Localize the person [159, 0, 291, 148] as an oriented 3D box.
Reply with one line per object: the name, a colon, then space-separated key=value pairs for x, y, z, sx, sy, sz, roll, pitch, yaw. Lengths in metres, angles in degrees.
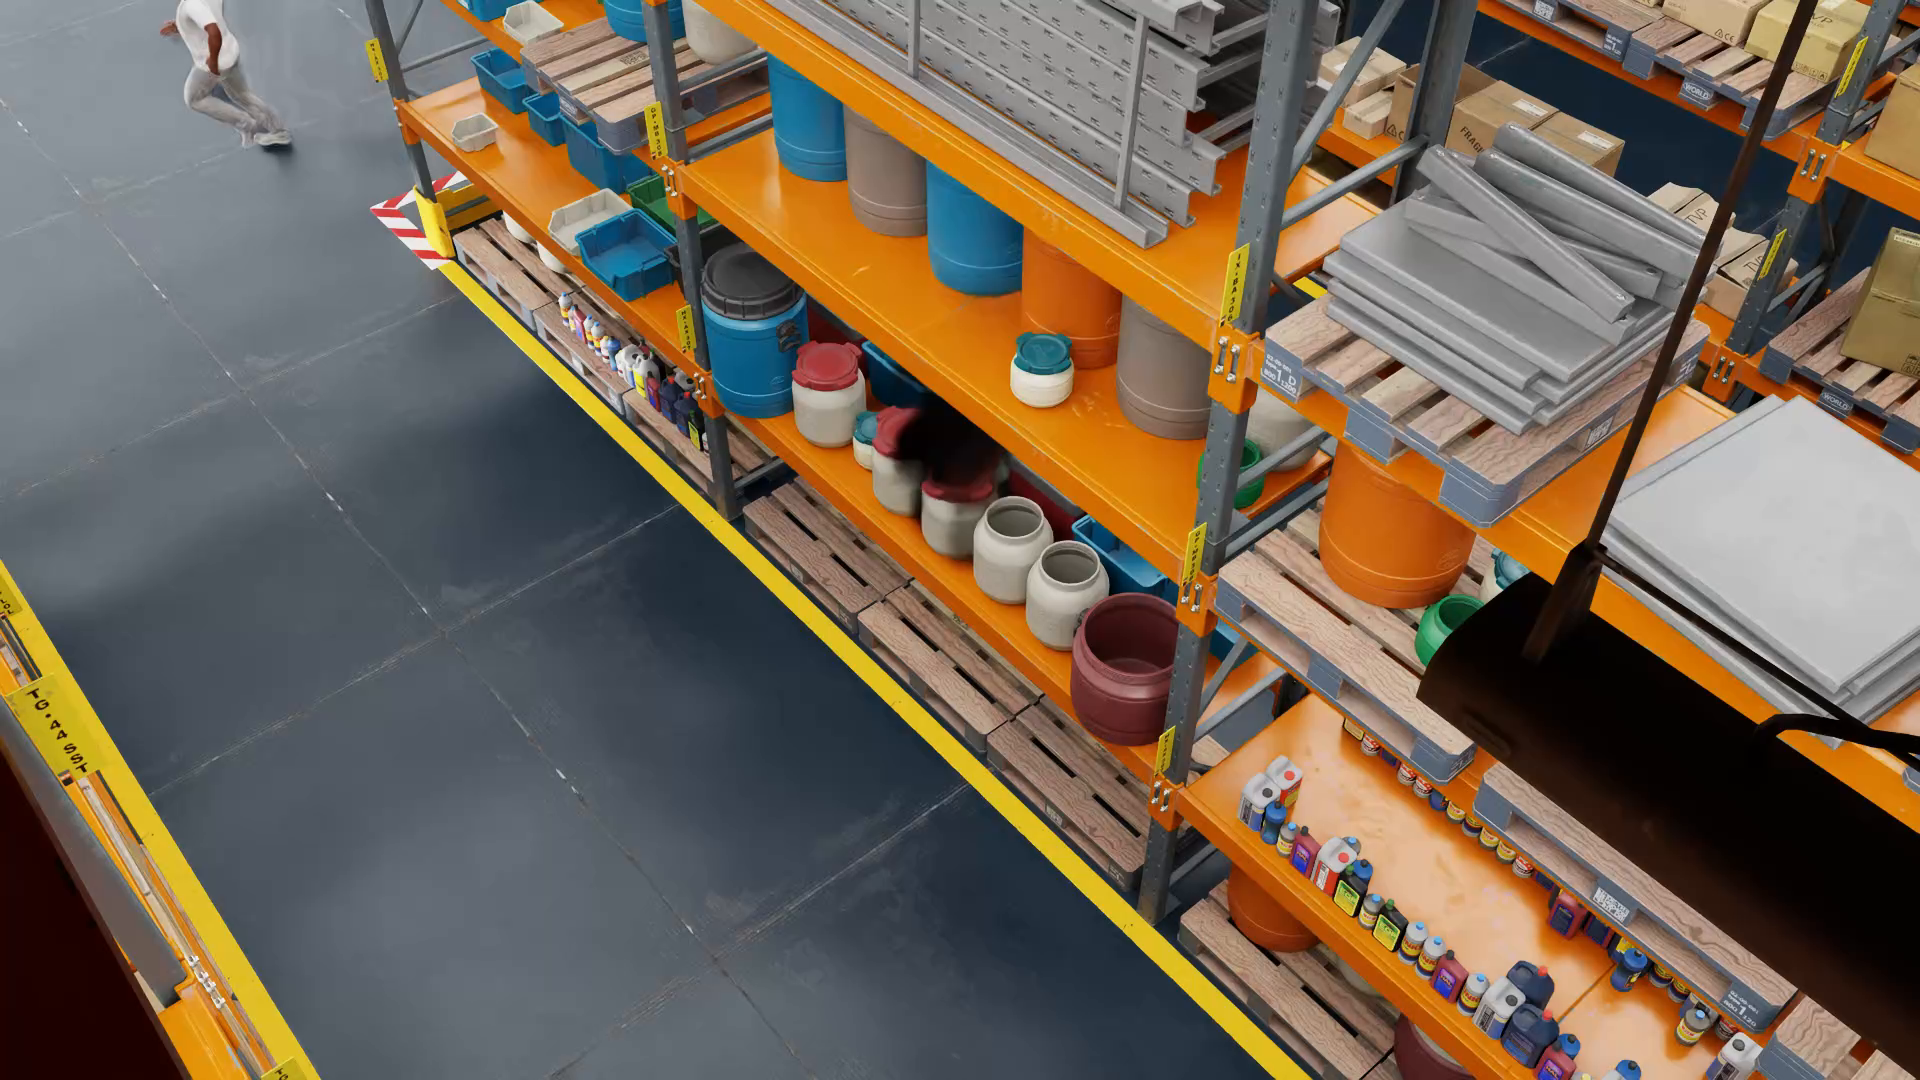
person: x=-6.066 y=-3.907 z=13.478 sx=0.783 sy=1.710 sz=0.719 roll=-1 pitch=46 yaw=-1
